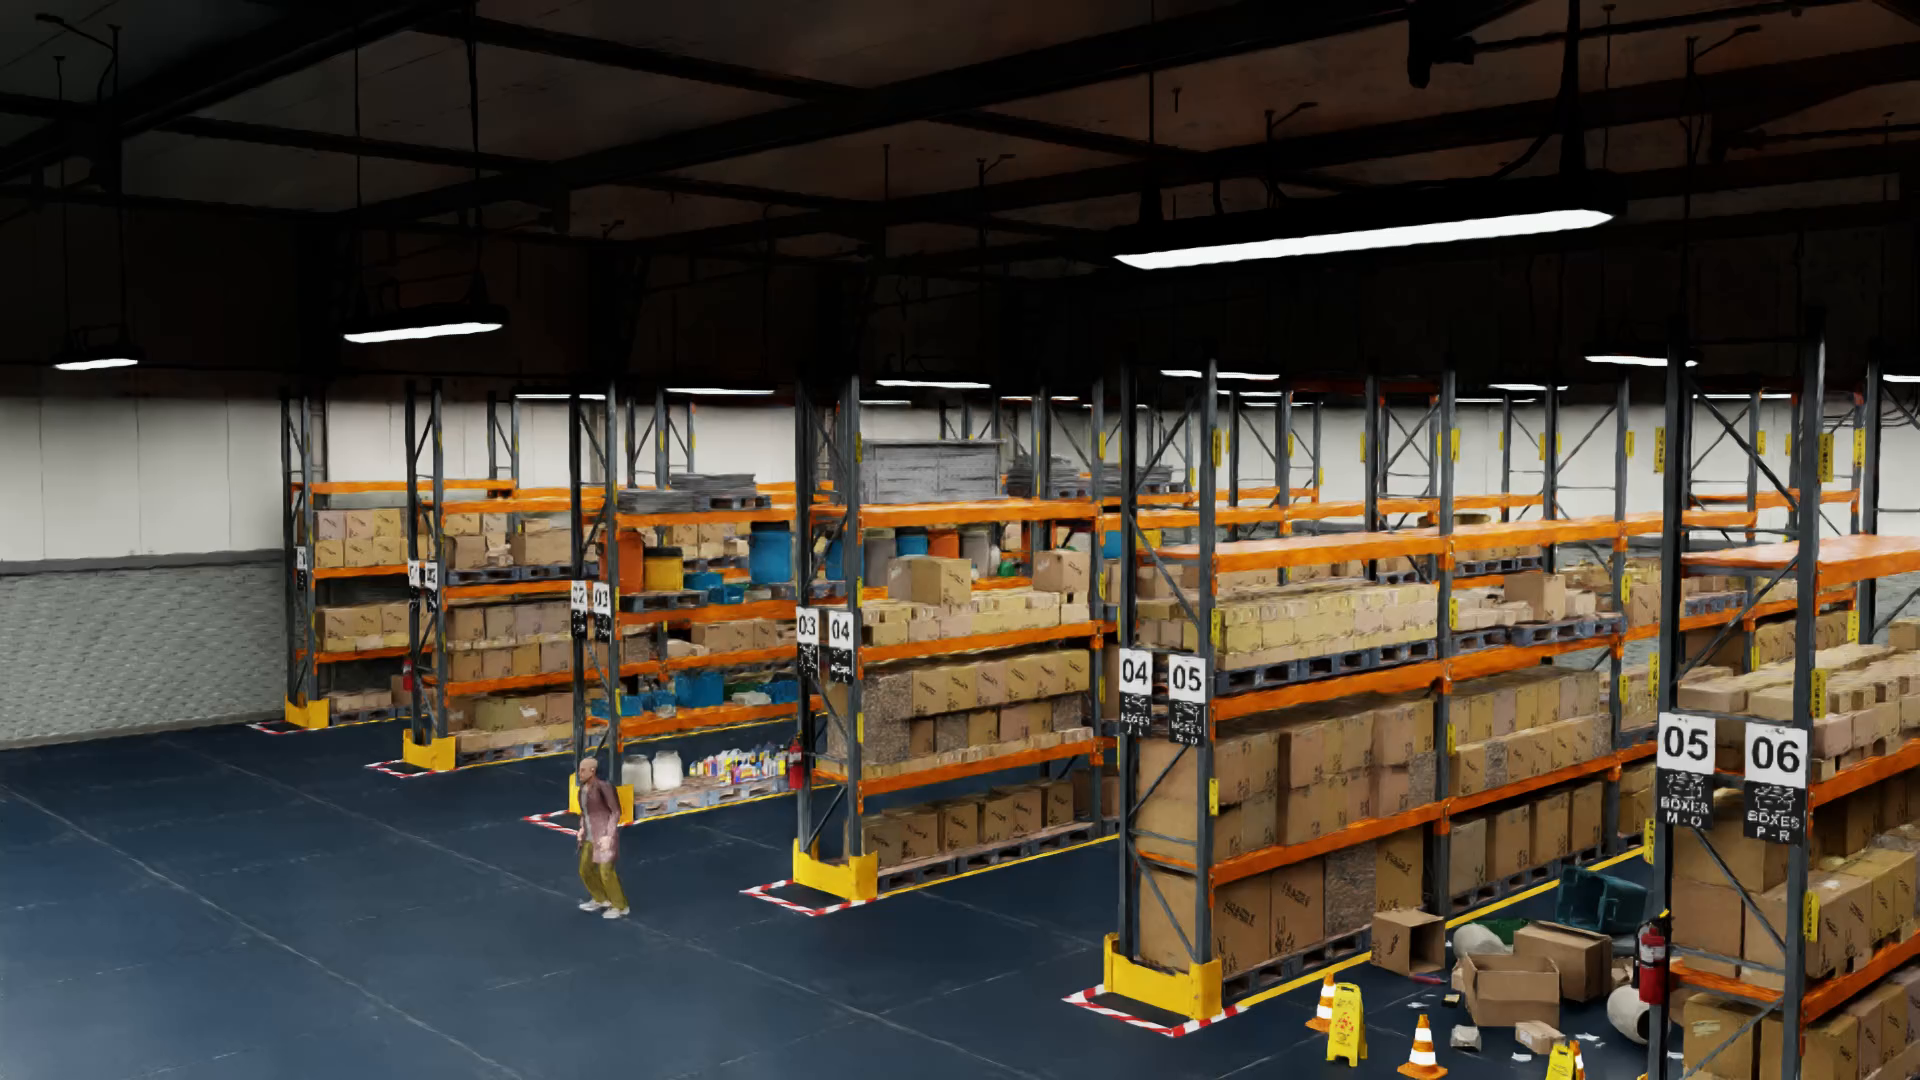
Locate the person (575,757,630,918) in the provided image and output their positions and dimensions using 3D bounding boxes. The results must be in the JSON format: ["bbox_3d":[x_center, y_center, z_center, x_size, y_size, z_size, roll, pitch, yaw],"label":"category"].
[{"bbox_3d":[-3.847,3.165,17.811,0.546,1.733,0.729,-4,5,-44],"label":"person"}]
